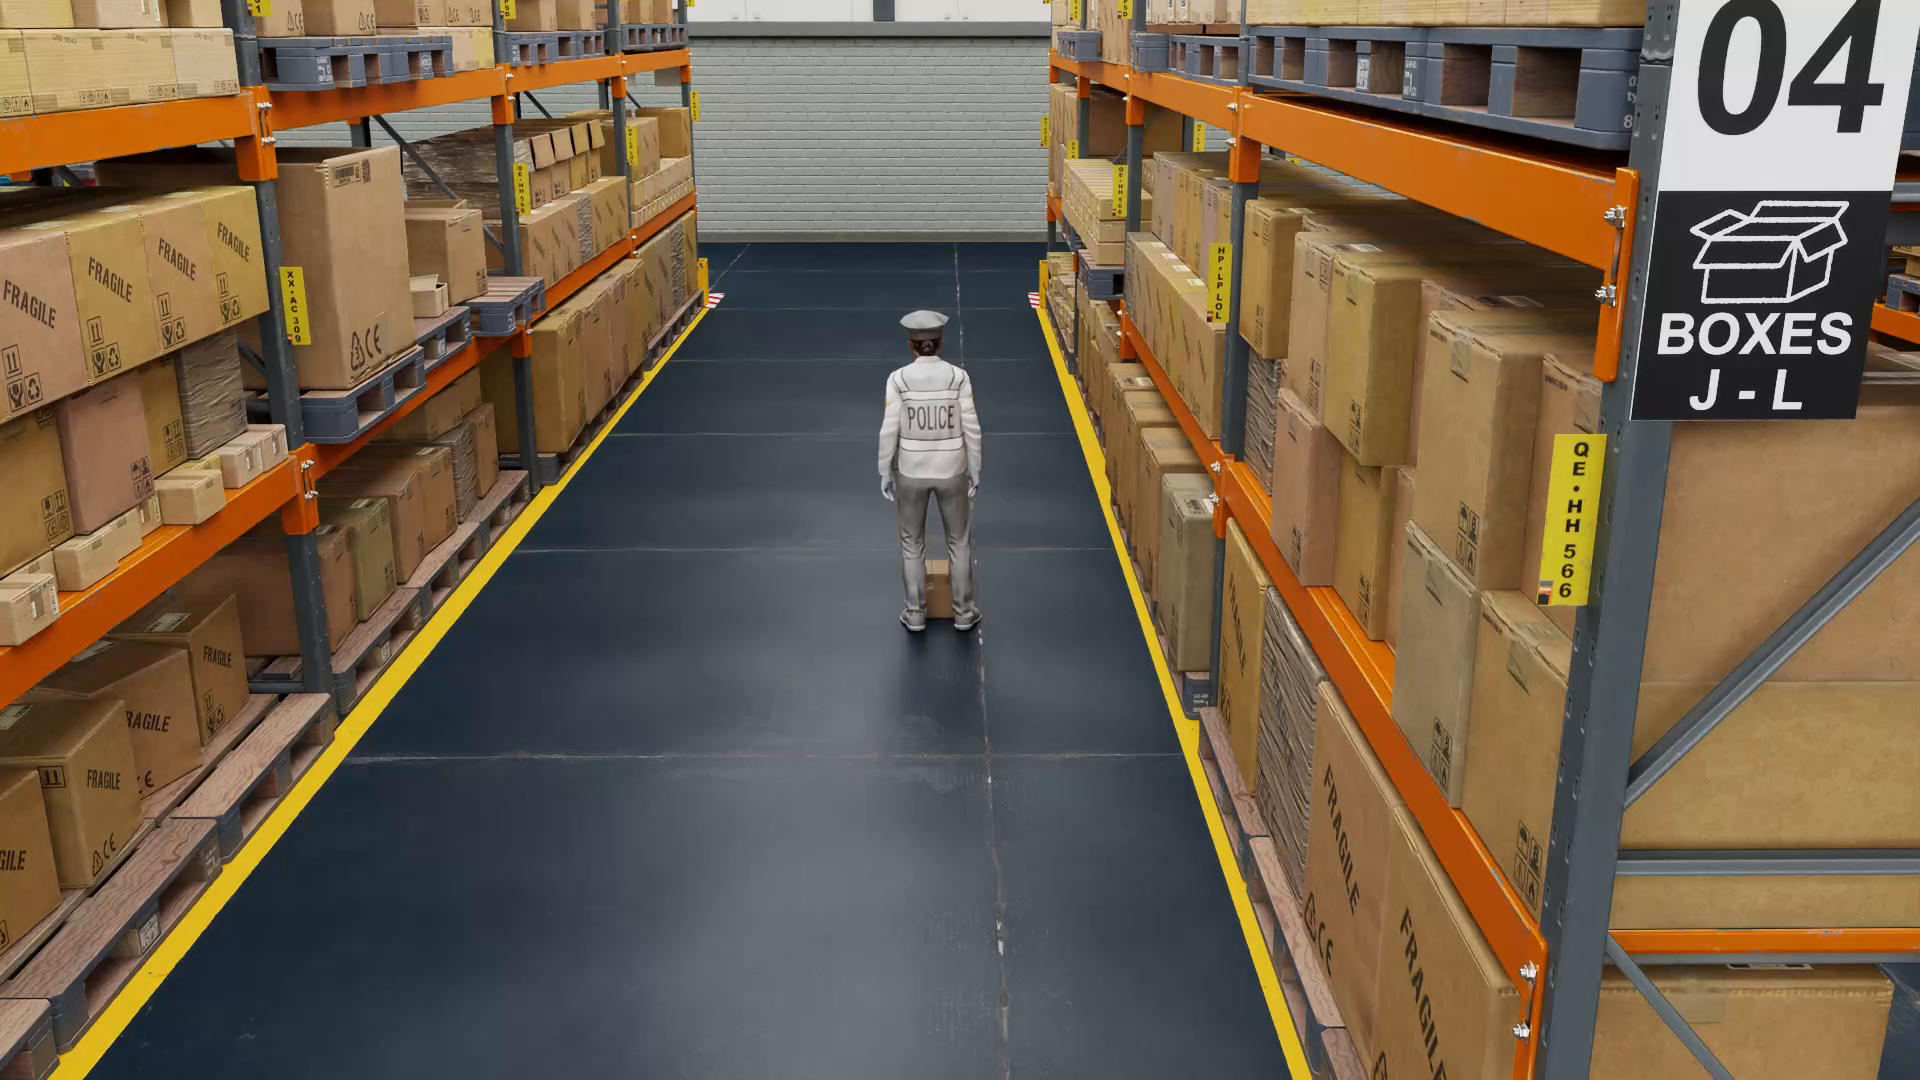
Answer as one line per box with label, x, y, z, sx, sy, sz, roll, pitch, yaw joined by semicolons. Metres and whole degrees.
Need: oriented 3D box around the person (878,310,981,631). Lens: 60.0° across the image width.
person;-0.151;-0.339;8.628;0.547;1.665;0.373;-1;17;-4
